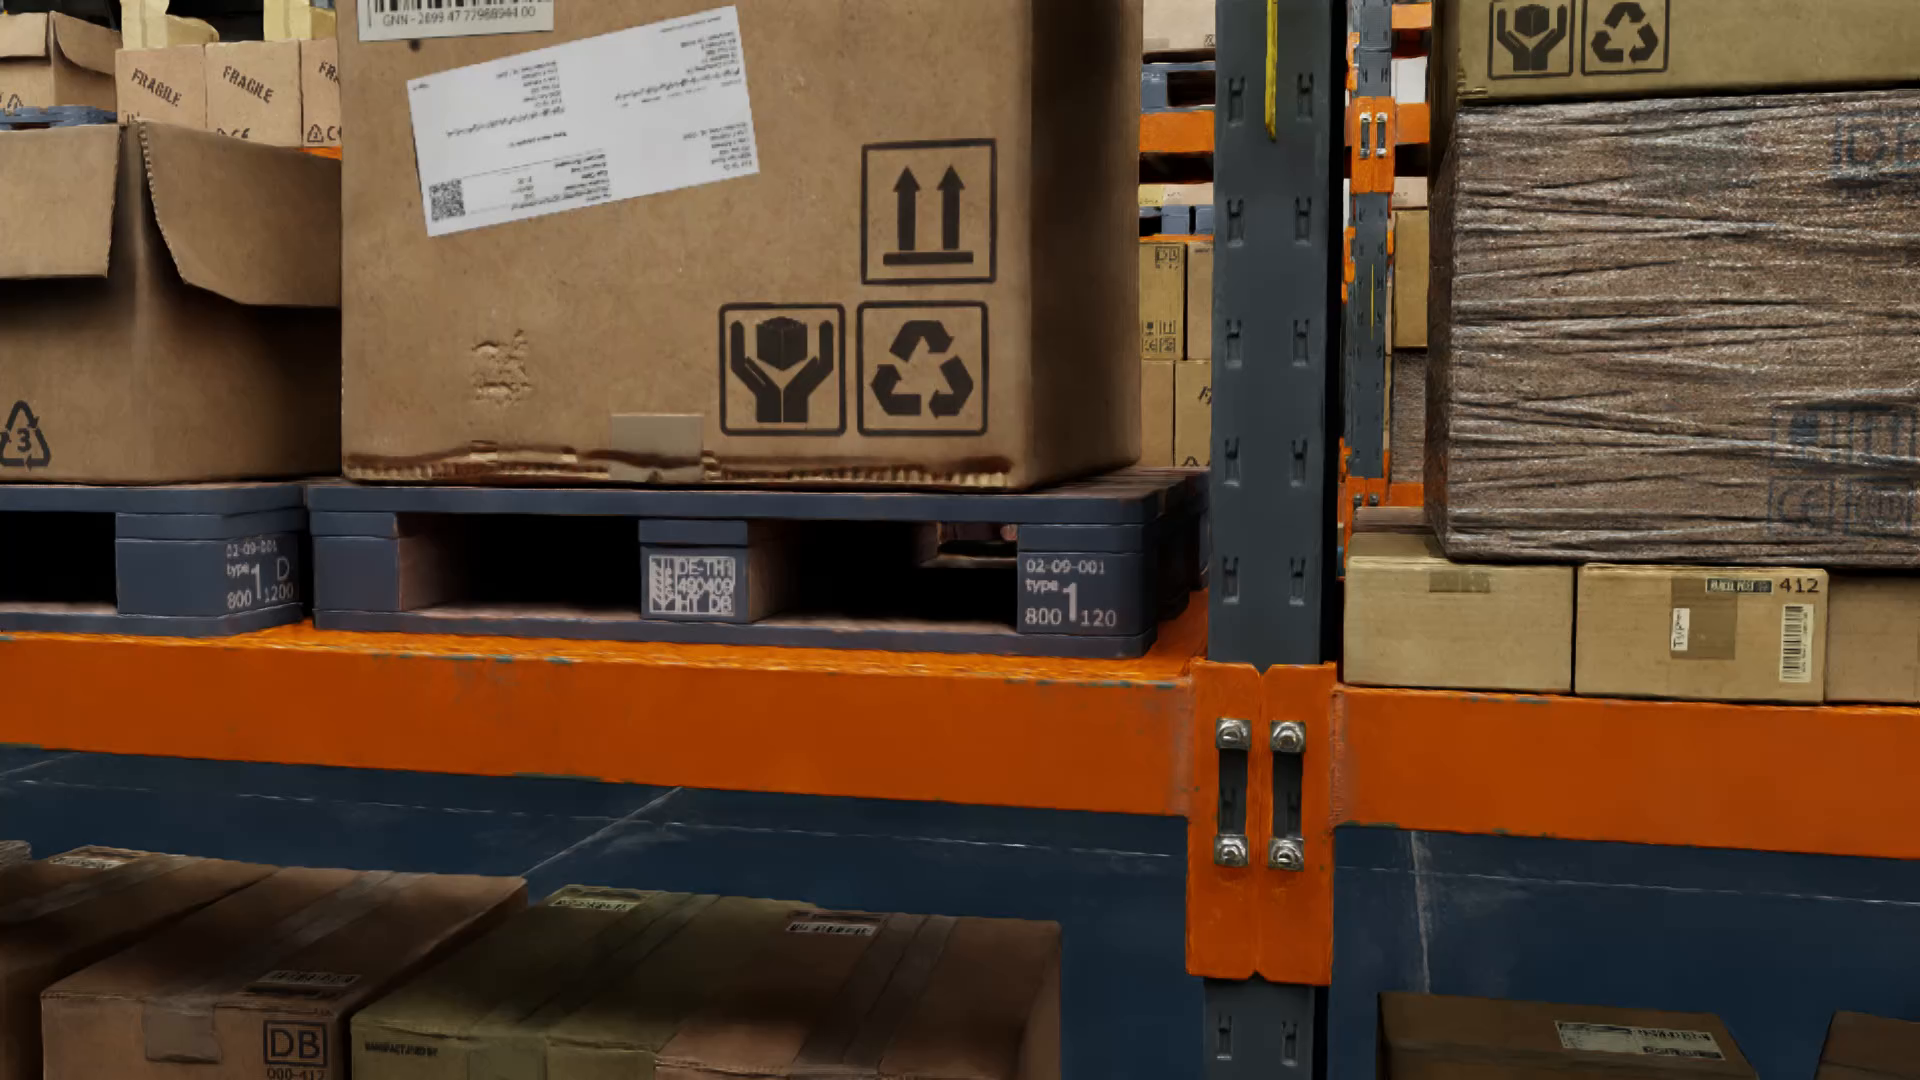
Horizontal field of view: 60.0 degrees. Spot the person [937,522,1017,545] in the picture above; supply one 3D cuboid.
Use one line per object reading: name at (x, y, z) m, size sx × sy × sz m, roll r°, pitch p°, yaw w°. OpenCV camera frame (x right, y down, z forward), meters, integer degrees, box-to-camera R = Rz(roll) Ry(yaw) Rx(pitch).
person at (0.059, -0.068, 9.733) m, size 0.517 × 1.770 × 0.793 m, roll -2°, pitch 5°, yaw -21°
